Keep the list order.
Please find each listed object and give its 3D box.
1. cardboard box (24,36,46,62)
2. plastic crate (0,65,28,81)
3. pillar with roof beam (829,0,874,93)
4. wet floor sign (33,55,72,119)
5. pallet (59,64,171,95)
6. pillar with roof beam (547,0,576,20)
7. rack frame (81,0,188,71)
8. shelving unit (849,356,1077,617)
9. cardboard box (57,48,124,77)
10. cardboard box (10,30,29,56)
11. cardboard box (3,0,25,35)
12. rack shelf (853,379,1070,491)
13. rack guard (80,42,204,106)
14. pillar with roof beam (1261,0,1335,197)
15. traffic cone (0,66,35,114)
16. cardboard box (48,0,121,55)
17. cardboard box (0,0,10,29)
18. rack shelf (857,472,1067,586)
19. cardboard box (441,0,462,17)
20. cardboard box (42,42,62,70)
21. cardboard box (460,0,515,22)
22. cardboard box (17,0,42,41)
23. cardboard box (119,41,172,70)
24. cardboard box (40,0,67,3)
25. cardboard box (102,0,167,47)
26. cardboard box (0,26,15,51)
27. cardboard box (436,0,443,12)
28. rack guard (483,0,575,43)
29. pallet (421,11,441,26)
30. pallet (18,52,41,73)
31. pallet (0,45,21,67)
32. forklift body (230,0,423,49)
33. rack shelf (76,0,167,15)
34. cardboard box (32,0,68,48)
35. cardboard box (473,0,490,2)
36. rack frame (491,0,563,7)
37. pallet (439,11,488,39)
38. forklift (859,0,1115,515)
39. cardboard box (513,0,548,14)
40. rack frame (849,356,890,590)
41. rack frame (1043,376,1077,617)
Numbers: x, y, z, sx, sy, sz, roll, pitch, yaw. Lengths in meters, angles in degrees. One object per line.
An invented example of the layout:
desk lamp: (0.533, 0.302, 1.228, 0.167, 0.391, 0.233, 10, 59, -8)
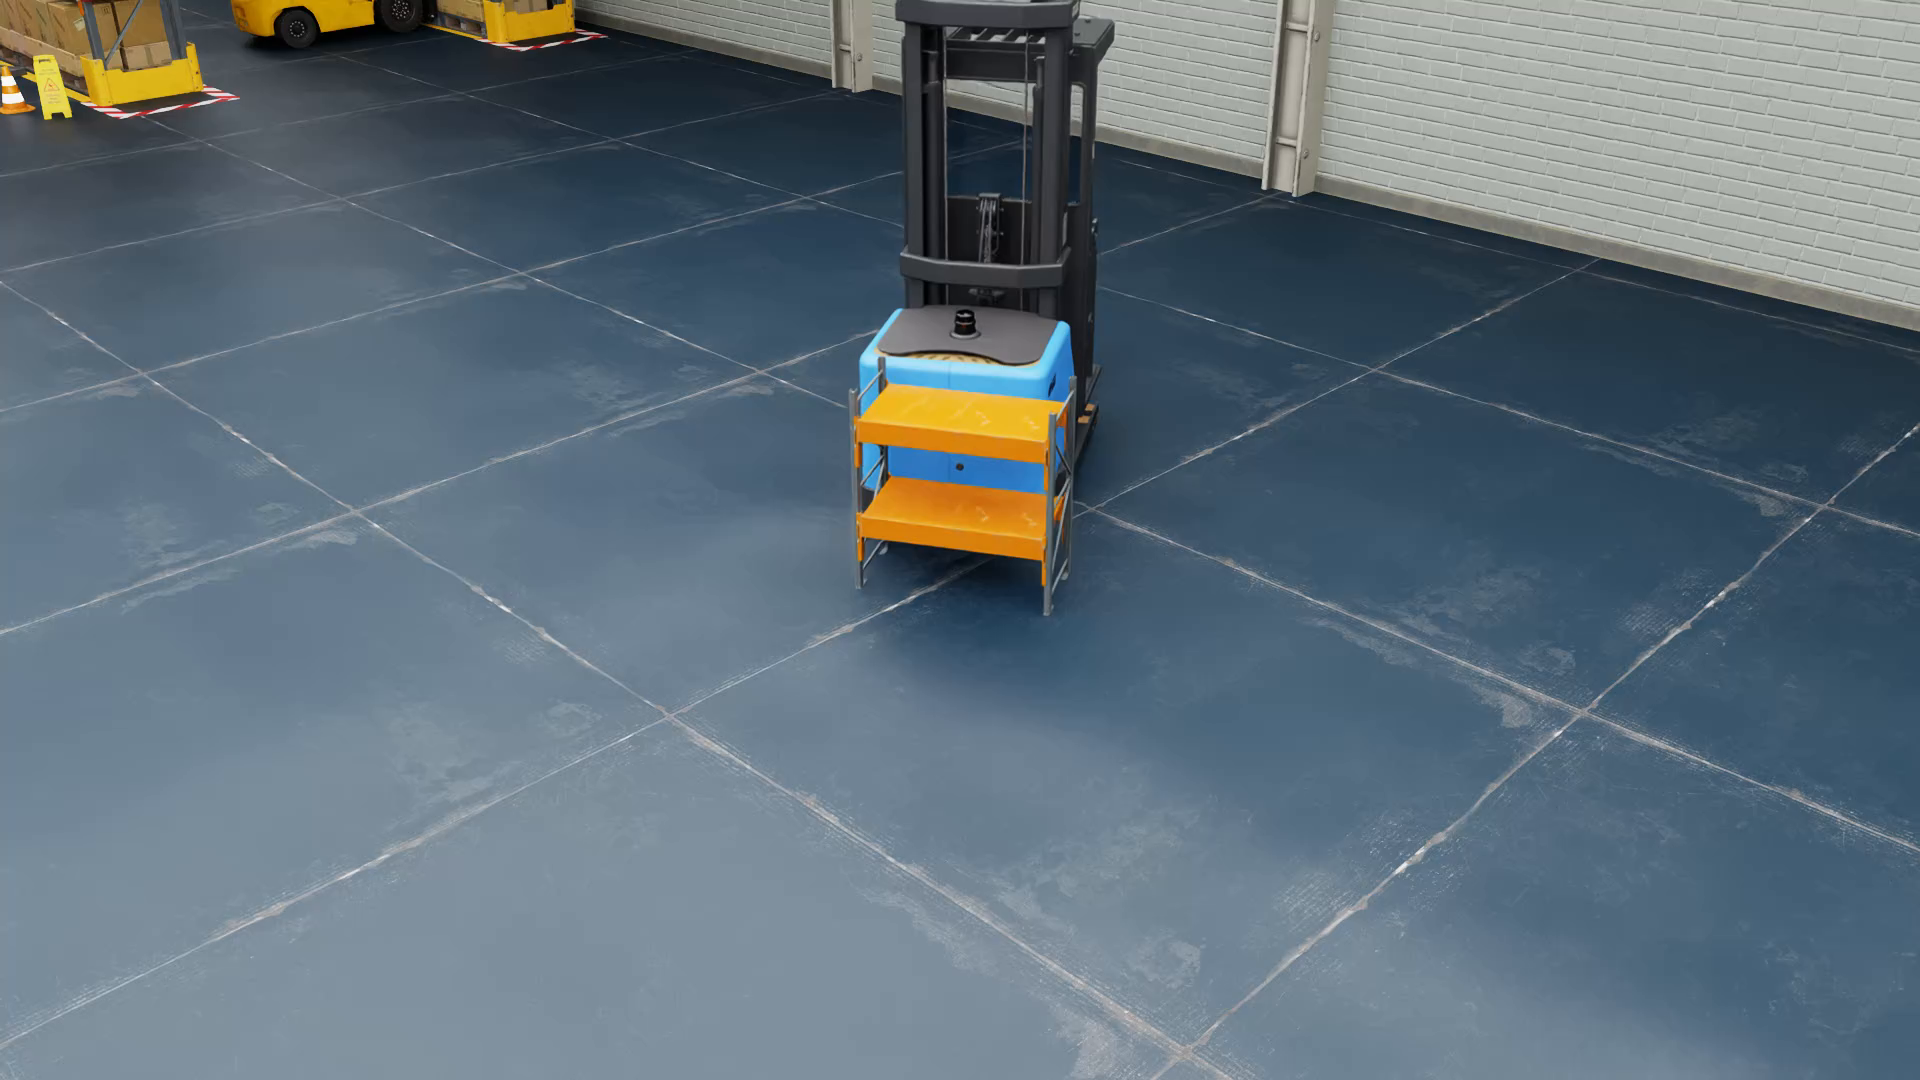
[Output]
cardboard box: (-10.627, -5.807, 19.575, 0.500, 0.250, 0.500, 23, 35, 37)
plastic crate: (-11.429, -5.552, 19.723, 0.583, 0.080, 0.402, 12, 30, 22)
pillar with roof beam: (-4.249, -7.767, 14.352, 0.400, 9.000, 9.100, 25, 36, 38)
wet floor sign: (-9.736, -4.864, 17.808, 0.267, 0.644, 0.232, -13, 30, -22)
pallet: (-9.730, -5.391, 19.276, 1.213, 0.211, 1.003, 25, 36, 38)
pillar with roof beam: (-8.527, -9.725, 18.076, 0.400, 9.000, 9.100, 25, 36, 38)
rack frame: (-9.122, -6.323, 18.053, 0.127, 3.000, 1.000, 25, 36, 38)
shelving unit: (0.020, -0.284, 8.581, 1.048, 1.125, 0.538, 7, 29, 14)
cardboard box: (-9.904, -5.475, 18.942, 0.500, 0.250, 0.500, 24, 36, 38)
cardboard box: (-10.974, -5.973, 19.889, 0.500, 0.250, 0.500, 24, 36, 38)
cardboard box: (-10.984, -6.307, 19.719, 0.500, 0.500, 0.500, -23, 35, -37)
rack shelf: (0.020, -0.543, 8.444, 1.000, 0.278, 0.538, 7, 29, 14)
rack guard: (-9.176, -5.242, 18.682, 0.348, 0.500, 1.175, 25, 36, 38)
pillar with roof beam: (0.030, -5.809, 10.629, 0.400, 9.000, 9.100, 25, 36, 38)
traffic cone: (-10.333, -4.913, 18.096, 0.334, 0.463, 0.336, 25, 36, 38)
cardboard box: (-9.876, -5.799, 18.753, 0.500, 0.500, 0.500, 25, 37, 39)
cardboard box: (-11.352, -6.477, 20.041, 0.500, 0.500, 0.500, -24, 36, -37)
rack shelf: (0.020, -0.068, 8.695, 1.000, 0.278, 0.538, 7, 29, 14)
cardboard box: (-6.549, -7.155, 22.137, 0.500, 0.250, 0.500, 25, 36, 38)
cardboard box: (-10.250, -5.638, 19.253, 0.500, 0.250, 0.500, 25, 37, 39)
cardboard box: (-6.201, -6.989, 21.822, 0.500, 0.250, 0.500, 25, 37, 39)
cardboard box: (-10.605, -6.135, 19.392, 0.500, 0.500, 0.500, 24, 36, 37)
cardboard box: (-9.503, -5.647, 19.270, 0.500, 0.250, 0.500, 24, 36, 38)
cardboard box: (-10.184, -6.184, 18.788, 0.380, 0.149, 0.250, -24, 36, -38)
cardboard box: (-9.520, -5.987, 19.110, 0.500, 0.500, 0.500, 23, 36, 37)
cardboard box: (-11.354, -6.145, 20.217, 0.500, 0.250, 0.500, -23, 35, -36)
cardboard box: (-6.899, -7.321, 22.453, 0.500, 0.250, 0.500, -25, 37, -39)
rack guard: (-5.627, -6.858, 21.755, 0.348, 0.500, 1.175, 25, 36, 38)
pallet: (-7.085, -7.371, 23.042, 1.213, 0.211, 1.003, 25, 36, 38)
pallet: (-10.596, -5.789, 20.032, 1.213, 0.211, 1.003, 25, 36, 38)
pallet: (-11.470, -6.187, 20.790, 1.213, 0.211, 1.003, 25, 36, 38)
forklift body: (-8.275, -7.610, 21.411, 1.214, 2.155, 2.313, 25, 36, 38)
rack shelf: (-10.548, -6.658, 19.461, 4.000, 0.370, 1.077, 25, 36, 38)
cardboard box: (-10.250, -5.968, 19.075, 0.500, 0.500, 0.500, -24, 36, -37)
cardboard box: (-6.210, -7.217, 21.719, 0.500, 0.250, 0.500, 24, 36, 38)
rack frame: (-5.644, -7.972, 21.188, 0.127, 3.000, 1.000, 25, 36, 38)
pallet: (-6.219, -6.973, 22.285, 1.213, 0.211, 1.003, 25, 36, 38)
forklift: (0.270, -1.939, 9.789, 1.130, 2.935, 3.031, 6, 28, 11)
cardboard box: (-5.857, -7.166, 22.158, 0.500, 0.250, 0.500, 25, 37, 39)
rack frame: (-0.469, -0.348, 8.703, 0.032, 1.125, 0.500, 7, 29, 14)
rack frame: (0.509, -0.220, 8.458, 0.032, 1.125, 0.500, 7, 29, 14)
